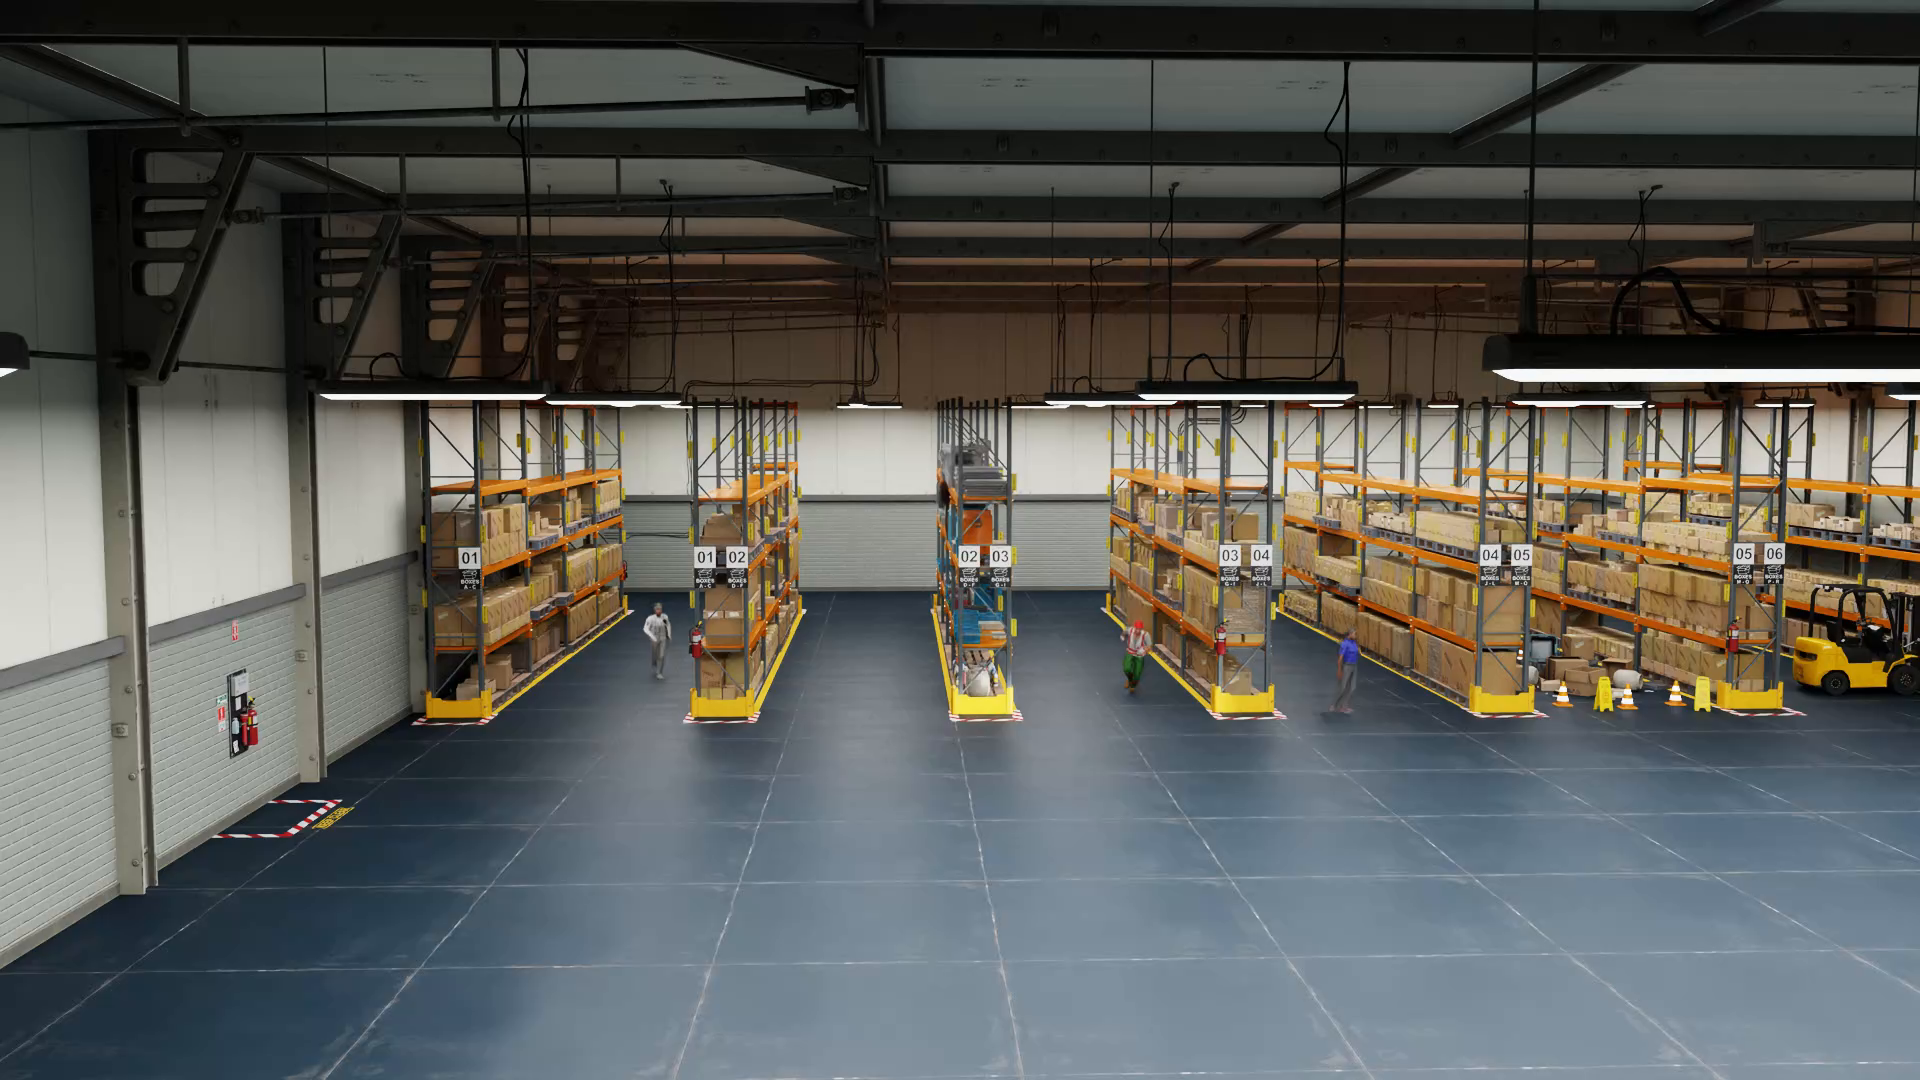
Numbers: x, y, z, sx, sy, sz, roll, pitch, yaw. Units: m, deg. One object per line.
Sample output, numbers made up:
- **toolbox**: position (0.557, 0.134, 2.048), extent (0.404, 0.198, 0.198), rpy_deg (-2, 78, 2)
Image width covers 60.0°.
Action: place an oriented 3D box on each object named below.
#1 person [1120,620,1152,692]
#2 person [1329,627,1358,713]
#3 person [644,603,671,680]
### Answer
- **person**: position (3.540, 2.343, 33.592), extent (0.698, 1.540, 1.016), rpy_deg (1, 5, 12)
- **person**: position (7.281, 2.469, 31.551), extent (0.581, 1.641, 0.448), rpy_deg (-4, 6, -44)
- **person**: position (-6.513, 2.146, 35.808), extent (0.610, 1.650, 0.762), rpy_deg (-1, 5, -17)
